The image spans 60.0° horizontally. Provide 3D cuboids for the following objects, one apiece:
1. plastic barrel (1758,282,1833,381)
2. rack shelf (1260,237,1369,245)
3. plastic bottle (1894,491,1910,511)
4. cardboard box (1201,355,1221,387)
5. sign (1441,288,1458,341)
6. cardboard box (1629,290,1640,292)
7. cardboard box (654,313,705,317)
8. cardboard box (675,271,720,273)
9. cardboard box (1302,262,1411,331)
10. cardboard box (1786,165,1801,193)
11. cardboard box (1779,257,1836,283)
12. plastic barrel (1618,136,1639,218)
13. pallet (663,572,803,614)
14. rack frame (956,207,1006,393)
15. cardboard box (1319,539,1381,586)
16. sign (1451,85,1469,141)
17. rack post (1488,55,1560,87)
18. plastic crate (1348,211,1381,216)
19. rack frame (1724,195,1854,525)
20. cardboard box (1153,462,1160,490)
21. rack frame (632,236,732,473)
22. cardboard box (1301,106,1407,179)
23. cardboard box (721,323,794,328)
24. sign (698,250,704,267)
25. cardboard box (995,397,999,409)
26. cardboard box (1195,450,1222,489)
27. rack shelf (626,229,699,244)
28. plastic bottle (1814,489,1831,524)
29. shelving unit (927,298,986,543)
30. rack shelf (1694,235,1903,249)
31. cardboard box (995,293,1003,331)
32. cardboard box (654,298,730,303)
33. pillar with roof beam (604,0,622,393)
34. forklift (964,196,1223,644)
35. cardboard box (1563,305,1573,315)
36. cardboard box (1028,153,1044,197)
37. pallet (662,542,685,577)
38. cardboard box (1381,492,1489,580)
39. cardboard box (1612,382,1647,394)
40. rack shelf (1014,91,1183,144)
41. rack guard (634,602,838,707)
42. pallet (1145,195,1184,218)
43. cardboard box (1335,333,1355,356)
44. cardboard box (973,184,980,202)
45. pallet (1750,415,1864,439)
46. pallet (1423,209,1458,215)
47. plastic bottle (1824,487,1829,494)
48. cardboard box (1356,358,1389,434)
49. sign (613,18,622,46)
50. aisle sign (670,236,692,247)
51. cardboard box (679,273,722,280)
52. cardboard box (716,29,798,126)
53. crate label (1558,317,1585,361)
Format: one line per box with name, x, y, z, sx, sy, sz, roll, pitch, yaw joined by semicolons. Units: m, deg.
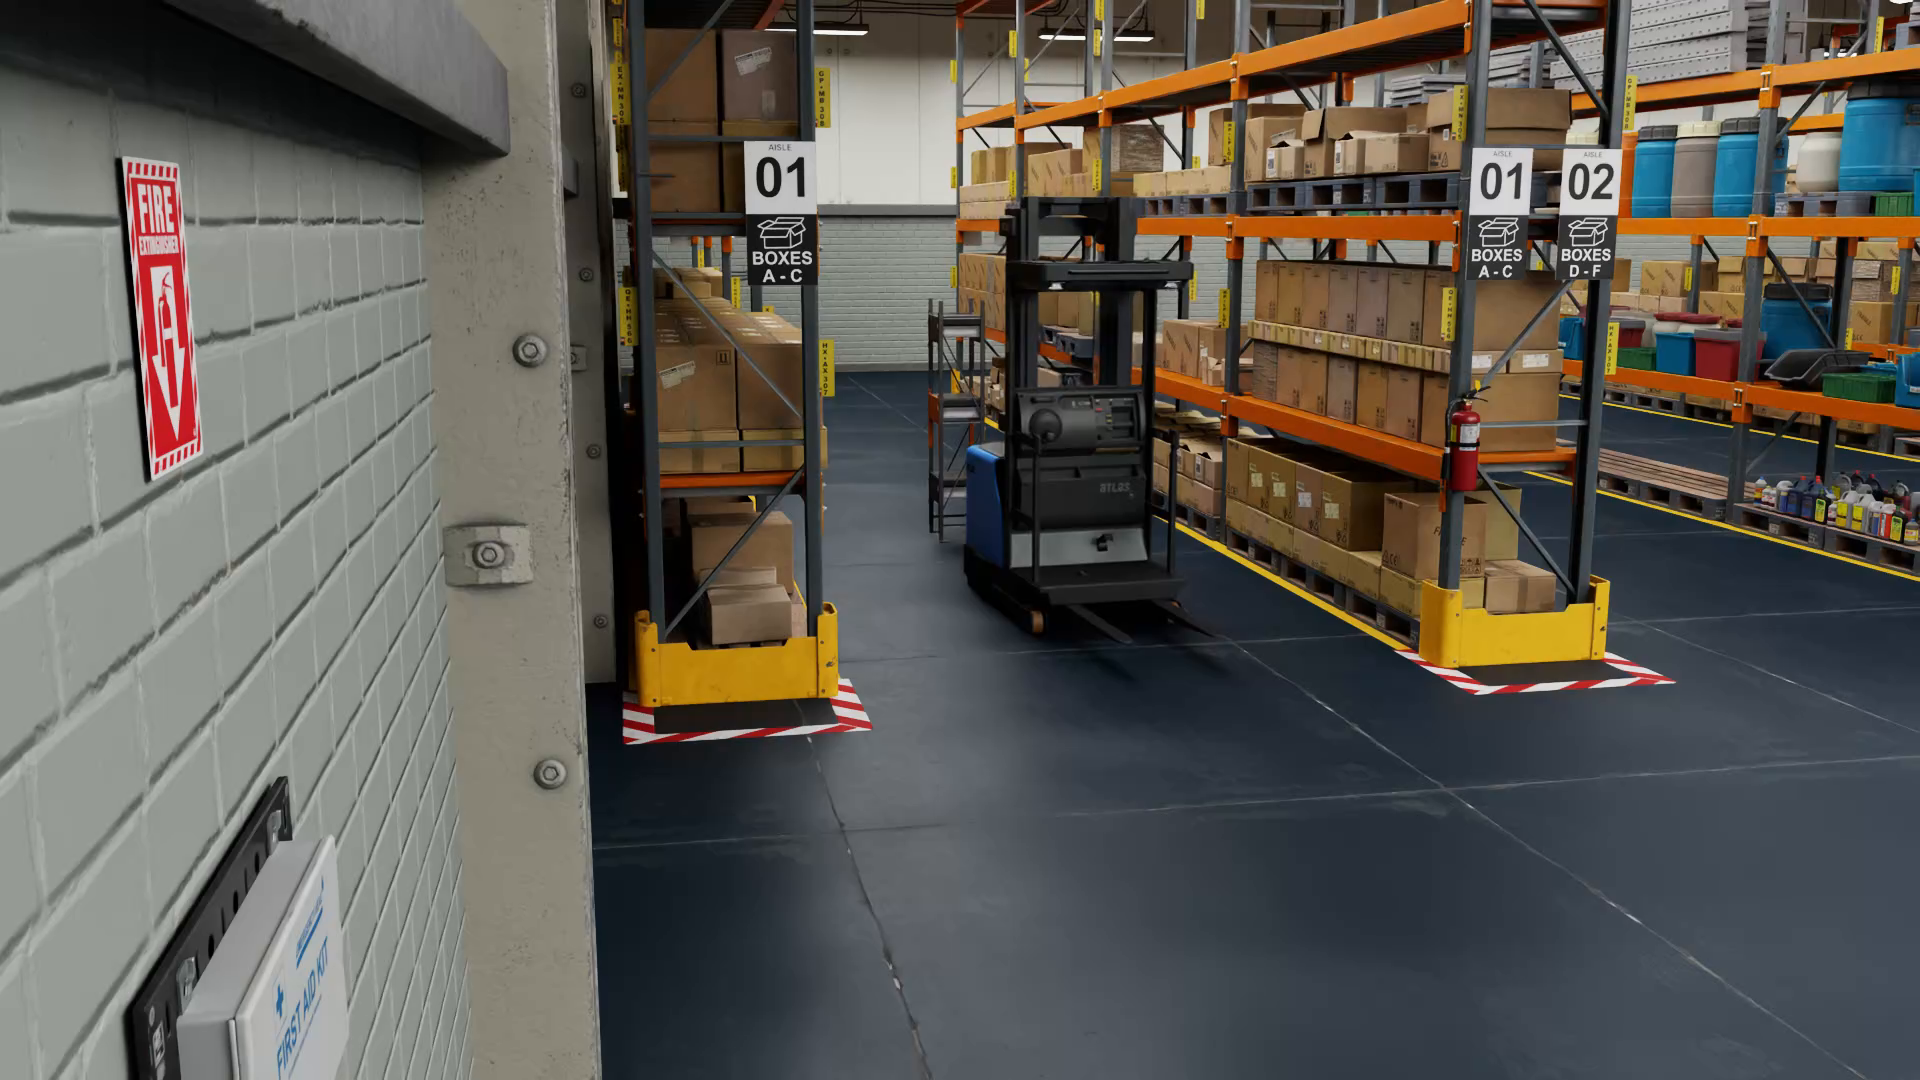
plastic barrel;7.858;-1.965;15.657;0.600;0.901;0.708;-2;11;-11
rack shelf;5.691;-4.591;24.696;1.077;0.370;4.000;-2;11;-11
plastic bottle;8.068;-0.283;14.247;0.061;0.283;0.133;-2;11;-11
cardboard box;2.425;-1.546;15.156;0.396;0.266;0.258;-2;11;-12
sign;3.020;-1.392;10.256;0.100;0.325;0.005;-2;11;-11
cardboard box;10.712;-3.825;26.374;0.500;0.250;0.500;-3;11;-13
cardboard box;-2.195;-1.487;12.830;0.500;0.500;0.500;-2;11;-12
cardboard box;-3.007;-2.960;19.102;0.500;0.250;0.500;-2;11;-12
cardboard box;3.065;-1.878;12.804;0.700;0.500;0.500;-2;11;-11
cardboard box;11.298;-4.655;21.709;0.797;0.503;0.637;-2;11;-12
cardboard box;11.329;-3.470;21.952;0.797;0.503;0.637;-2;11;-9
plastic barrel;6.932;-3.776;17.344;0.600;0.830;0.708;-2;11;-11
pallet;-1.676;0.439;11.823;1.003;0.211;1.213;-2;11;-11
rack frame;0.443;-3.658;25.894;1.000;3.000;0.127;-2;11;-11
cardboard box;2.952;0.150;12.116;0.500;0.250;0.500;-2;11;-11
sign;3.020;-2.576;10.030;0.100;0.325;0.005;-2;11;-11
rack post;6.677;-5.412;19.265;0.954;0.300;0.937;-2;11;-11
plastic crate;5.701;-4.540;23.072;0.450;0.188;0.662;-2;11;-11
rack frame;7.636;-1.637;15.274;1.000;3.000;0.127;-2;11;-11
cardboard box;2.117;-0.658;16.364;0.500;0.250;0.500;-2;11;-10
rack frame;-2.860;-2.010;17.235;1.000;3.000;0.127;-2;11;-11
cardboard box;2.973;-2.950;12.377;0.797;0.503;0.637;-1;11;-5
cardboard box;-1.395;-1.226;11.458;0.500;0.500;0.500;-2;11;-9
sign;-3.881;-4.180;24.904;0.100;0.325;0.005;-2;11;-11
cardboard box;0.700;-1.901;23.110;0.380;0.149;0.250;-2;11;-11
cardboard box;2.417;-0.652;14.832;0.500;0.311;0.500;-2;11;-11
rack shelf;-4.027;-4.231;22.804;1.077;0.370;4.000;-2;11;-11
plastic bottle;7.414;-0.289;14.280;0.061;0.283;0.133;-2;11;-8
shelving unit;-0.032;-1.062;14.660;0.431;2.100;0.503;-2;11;-11
rack shelf;11.327;-4.037;21.788;1.077;0.370;4.000;-2;11;-11
cardboard box;0.770;-3.151;22.959;0.500;0.500;0.500;-2;11;-9
cardboard box;-2.623;-2.088;16.200;0.700;0.500;0.500;-3;11;-16
pillar with roof beam;-1.567;-7.045;27.642;9.100;9.000;0.548;-2;11;-11
forklift;0.917;-0.880;11.480;1.130;2.935;3.031;-3;11;-15
cardboard box;10.007;-3.723;26.908;0.380;0.149;0.250;-2;11;-12
cardboard box;1.246;-4.608;21.202;0.600;0.600;0.600;-3;11;-16
pallet;-1.917;0.215;13.001;1.003;0.211;1.213;-2;11;-11
cardboard box;3.158;-0.035;11.084;0.500;0.500;0.500;-2;11;-11
cardboard box;10.714;-2.736;25.607;0.875;0.875;0.875;-2;11;-11
rack shelf;1.610;-4.955;19.656;1.077;0.370;4.000;-2;11;-11
rack guard;-1.319;0.671;9.833;1.175;0.500;0.348;-2;11;-11
pallet;2.439;-3.246;16.209;1.003;0.211;1.213;-2;11;-8
cardboard box;2.990;-1.439;12.232;0.380;0.149;0.250;-2;11;-12
cardboard box;0.481;-5.017;24.072;0.500;0.250;0.500;-2;11;-11
pallet;11.403;-1.551;22.282;1.003;0.211;1.213;-2;11;-11
pallet;6.552;-4.137;20.891;1.003;0.211;1.213;-2;11;-11
plastic bottle;7.533;-0.327;14.514;0.097;0.271;0.097;0;11;0
cardboard box;3.279;-1.046;11.904;0.700;0.500;0.500;-2;11;-11
sign;-4.187;-6.212;20.344;0.100;0.325;0.005;-2;11;-11
aisle sign;-4.135;-4.779;24.828;0.394;0.787;0.004;-2;11;-11
cardboard box;-2.801;-2.775;18.131;0.500;0.250;0.500;-2;11;-12
cardboard box;-1.141;-2.646;9.559;0.500;0.500;0.500;-3;11;-15
crate label;6.786;-2.196;18.116;0.502;0.435;0.616;-2;11;-11
